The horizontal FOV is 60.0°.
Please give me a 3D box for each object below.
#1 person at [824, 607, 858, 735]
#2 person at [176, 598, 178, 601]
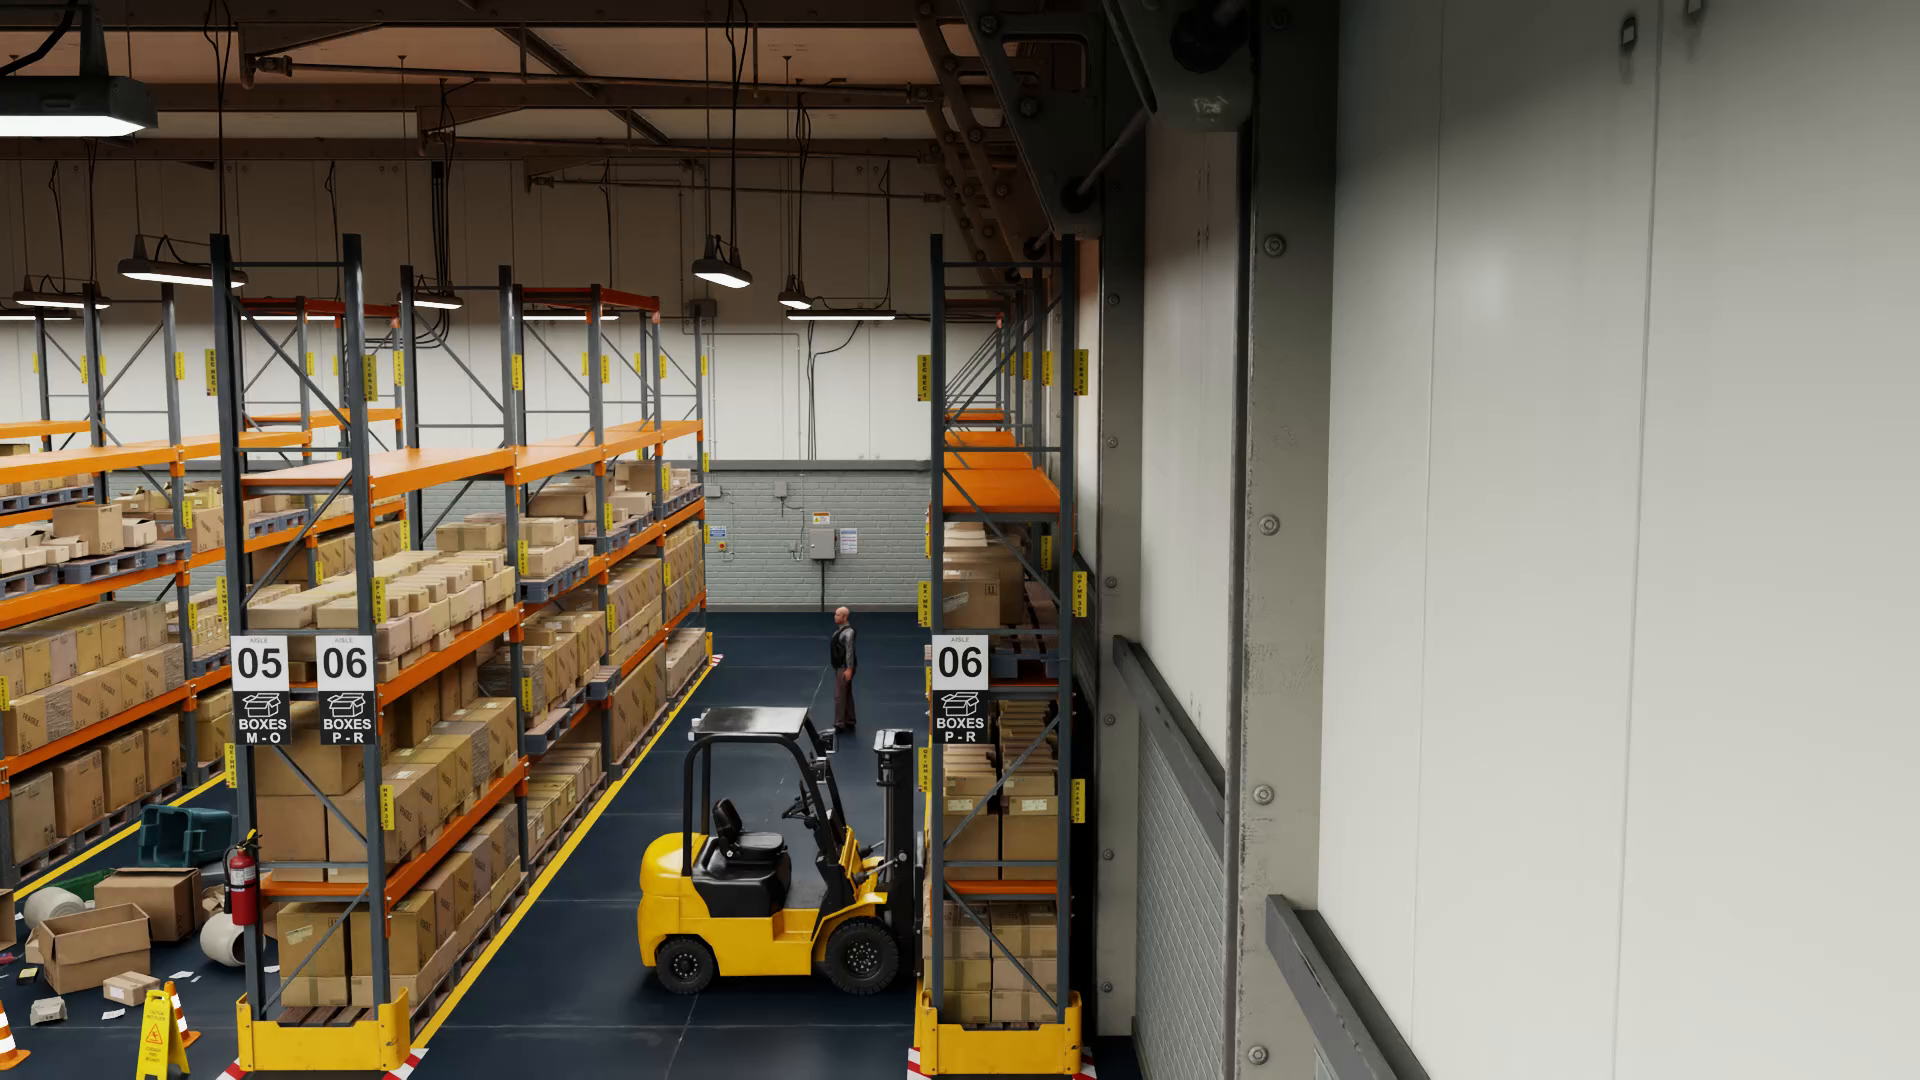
[{"bbox_3d":[-1.674,1.783,22.977,0.504,1.734,0.593,-1,6,-12],"label":"person"},{"bbox_3d":[-11.441,1.624,24.555,0.380,1.662,0.499,-2,7,-19],"label":"person"}]
